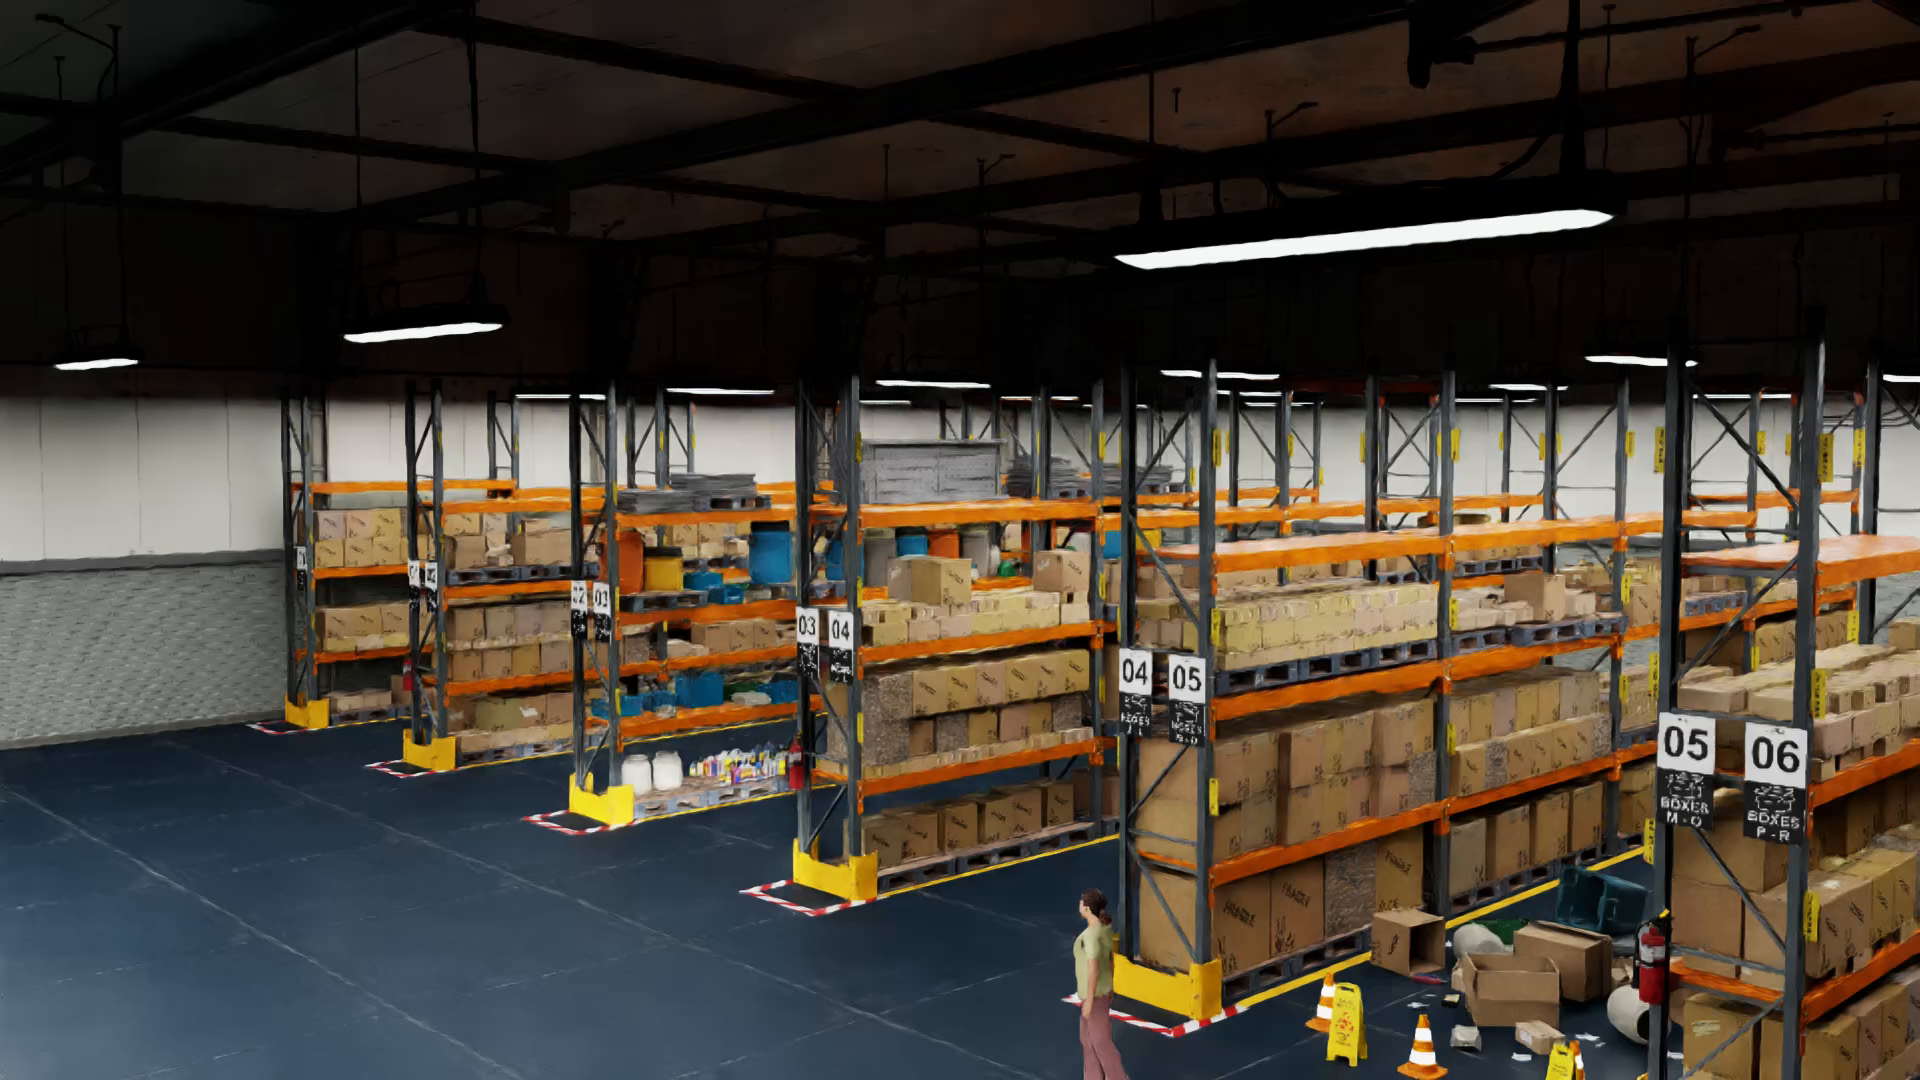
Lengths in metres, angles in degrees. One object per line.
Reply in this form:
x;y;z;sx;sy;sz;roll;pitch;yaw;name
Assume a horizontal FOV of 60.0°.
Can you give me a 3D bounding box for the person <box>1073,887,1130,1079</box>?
1.098;3.521;12.818;0.543;1.664;0.567;1;4;20;person
